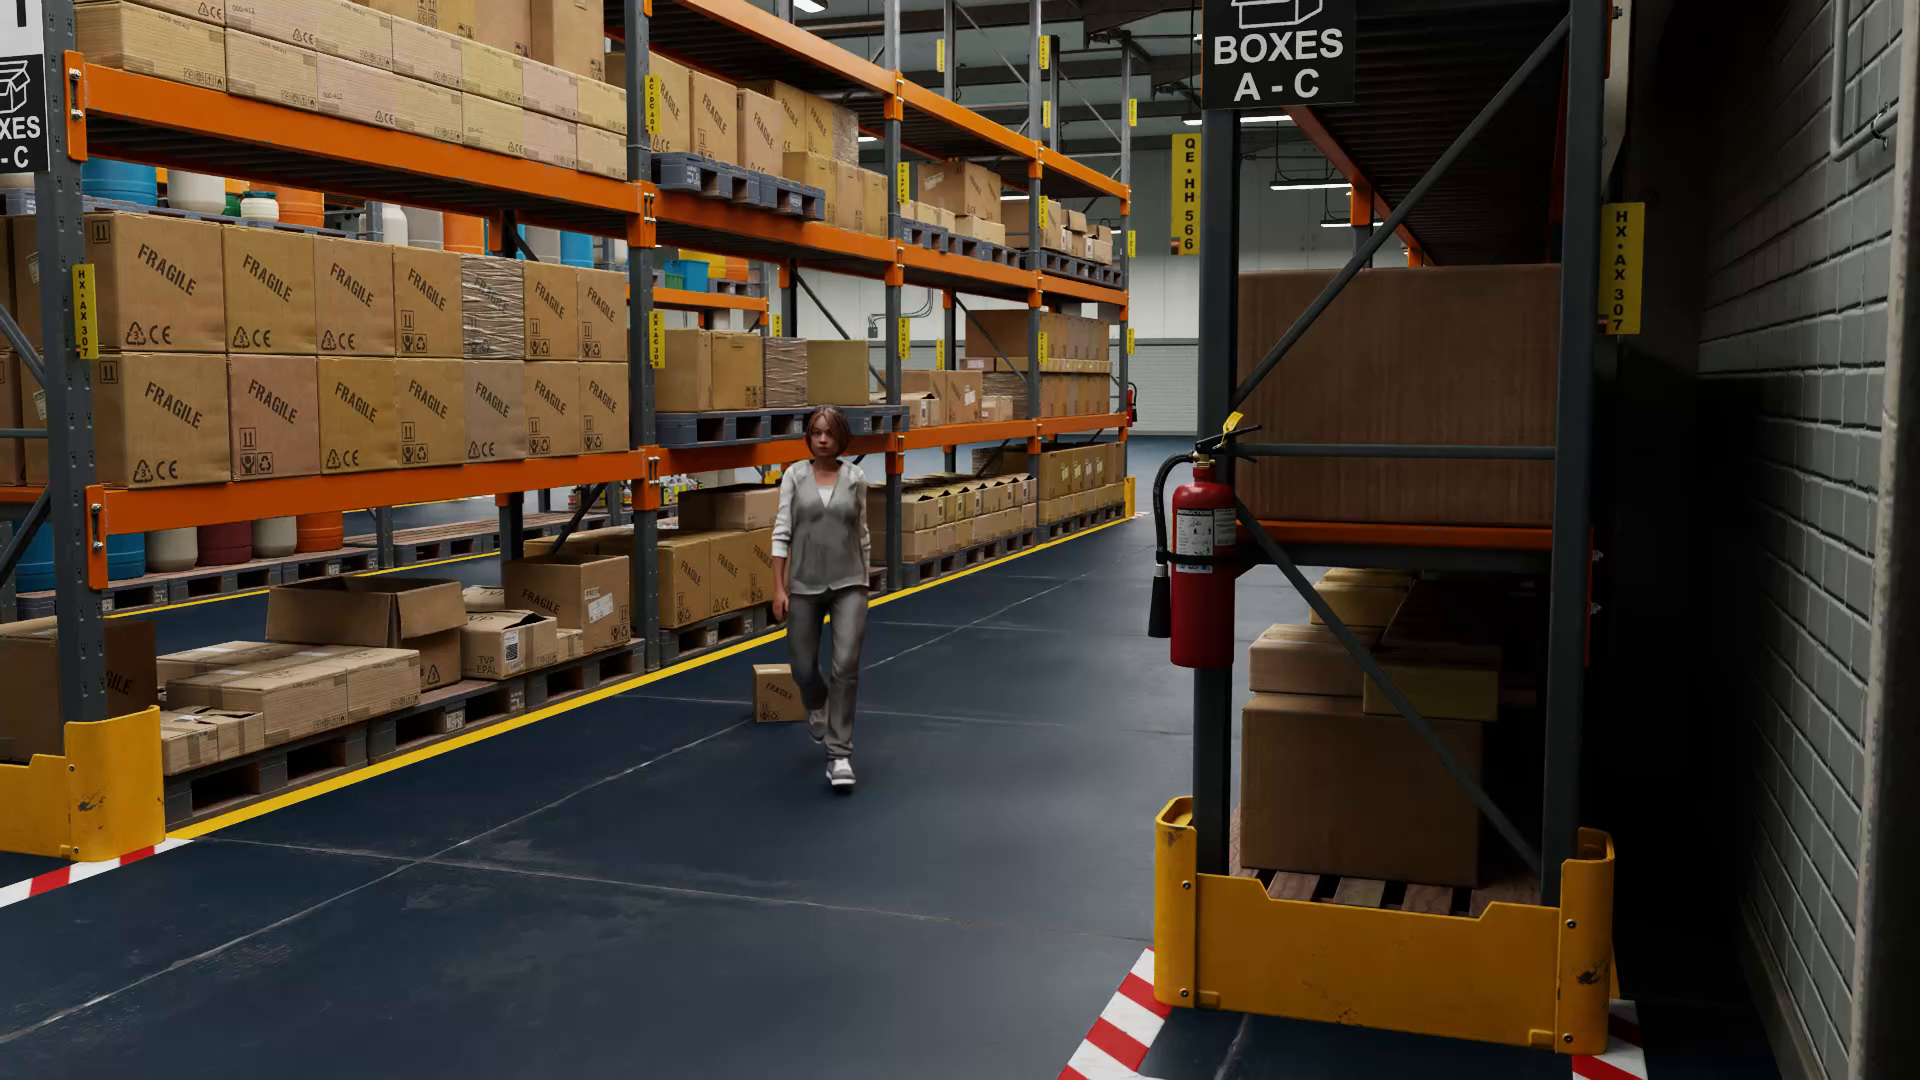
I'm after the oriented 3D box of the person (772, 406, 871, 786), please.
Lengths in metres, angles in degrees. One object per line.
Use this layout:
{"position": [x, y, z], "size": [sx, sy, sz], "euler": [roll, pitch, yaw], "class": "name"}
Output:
{"position": [-0.591, 0.211, 7.122], "size": [0.423, 1.568, 0.768], "euler": [0, 5, -5], "class": "person"}
